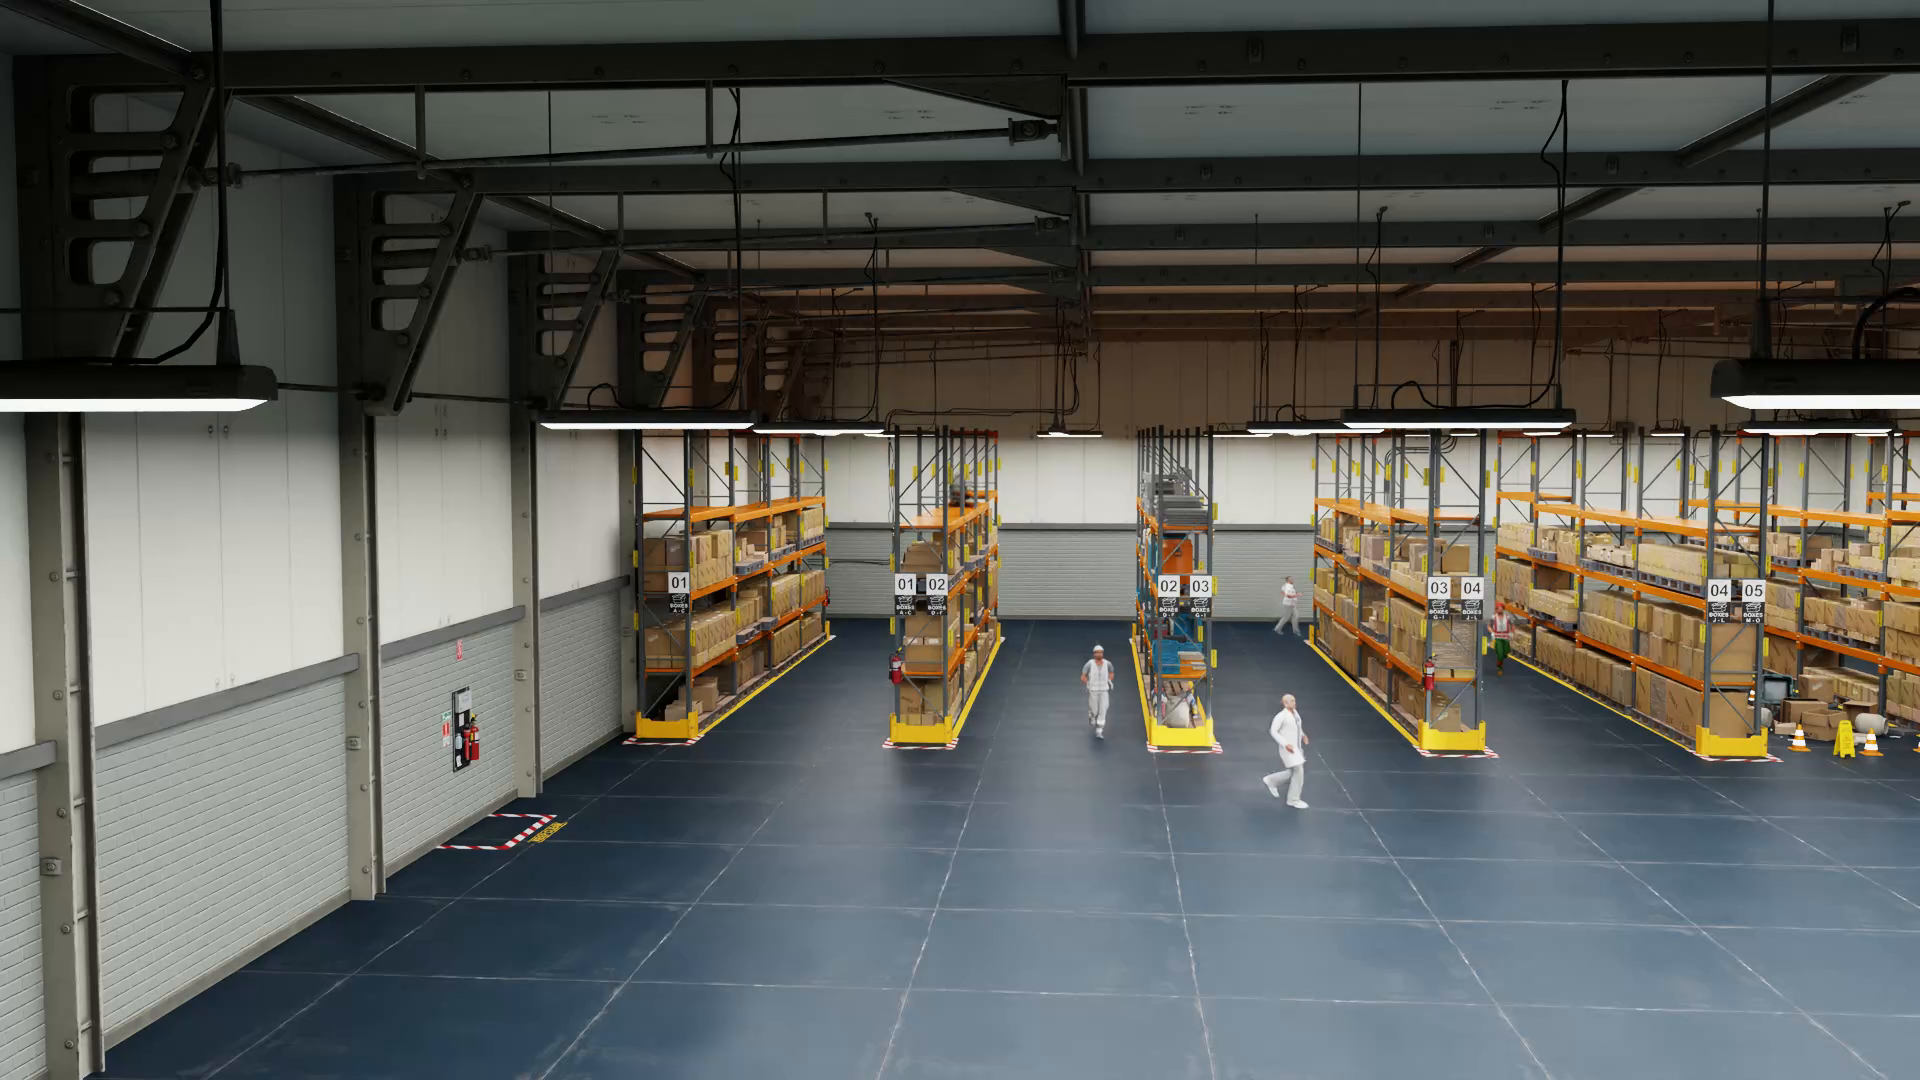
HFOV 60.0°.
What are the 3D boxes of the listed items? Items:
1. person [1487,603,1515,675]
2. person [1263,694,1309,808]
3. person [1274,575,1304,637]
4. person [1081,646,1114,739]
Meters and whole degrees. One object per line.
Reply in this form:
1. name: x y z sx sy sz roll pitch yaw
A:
1. person: 13.231 2.408 40.691 0.657 1.761 0.674 1 4 12
2. person: 5.120 3.290 26.065 0.760 1.763 0.706 2 4 34
3. person: 9.598 1.916 48.433 0.819 1.828 0.648 1 4 19
4. person: 2.681 2.916 32.155 0.654 1.760 0.797 0 3 -5
